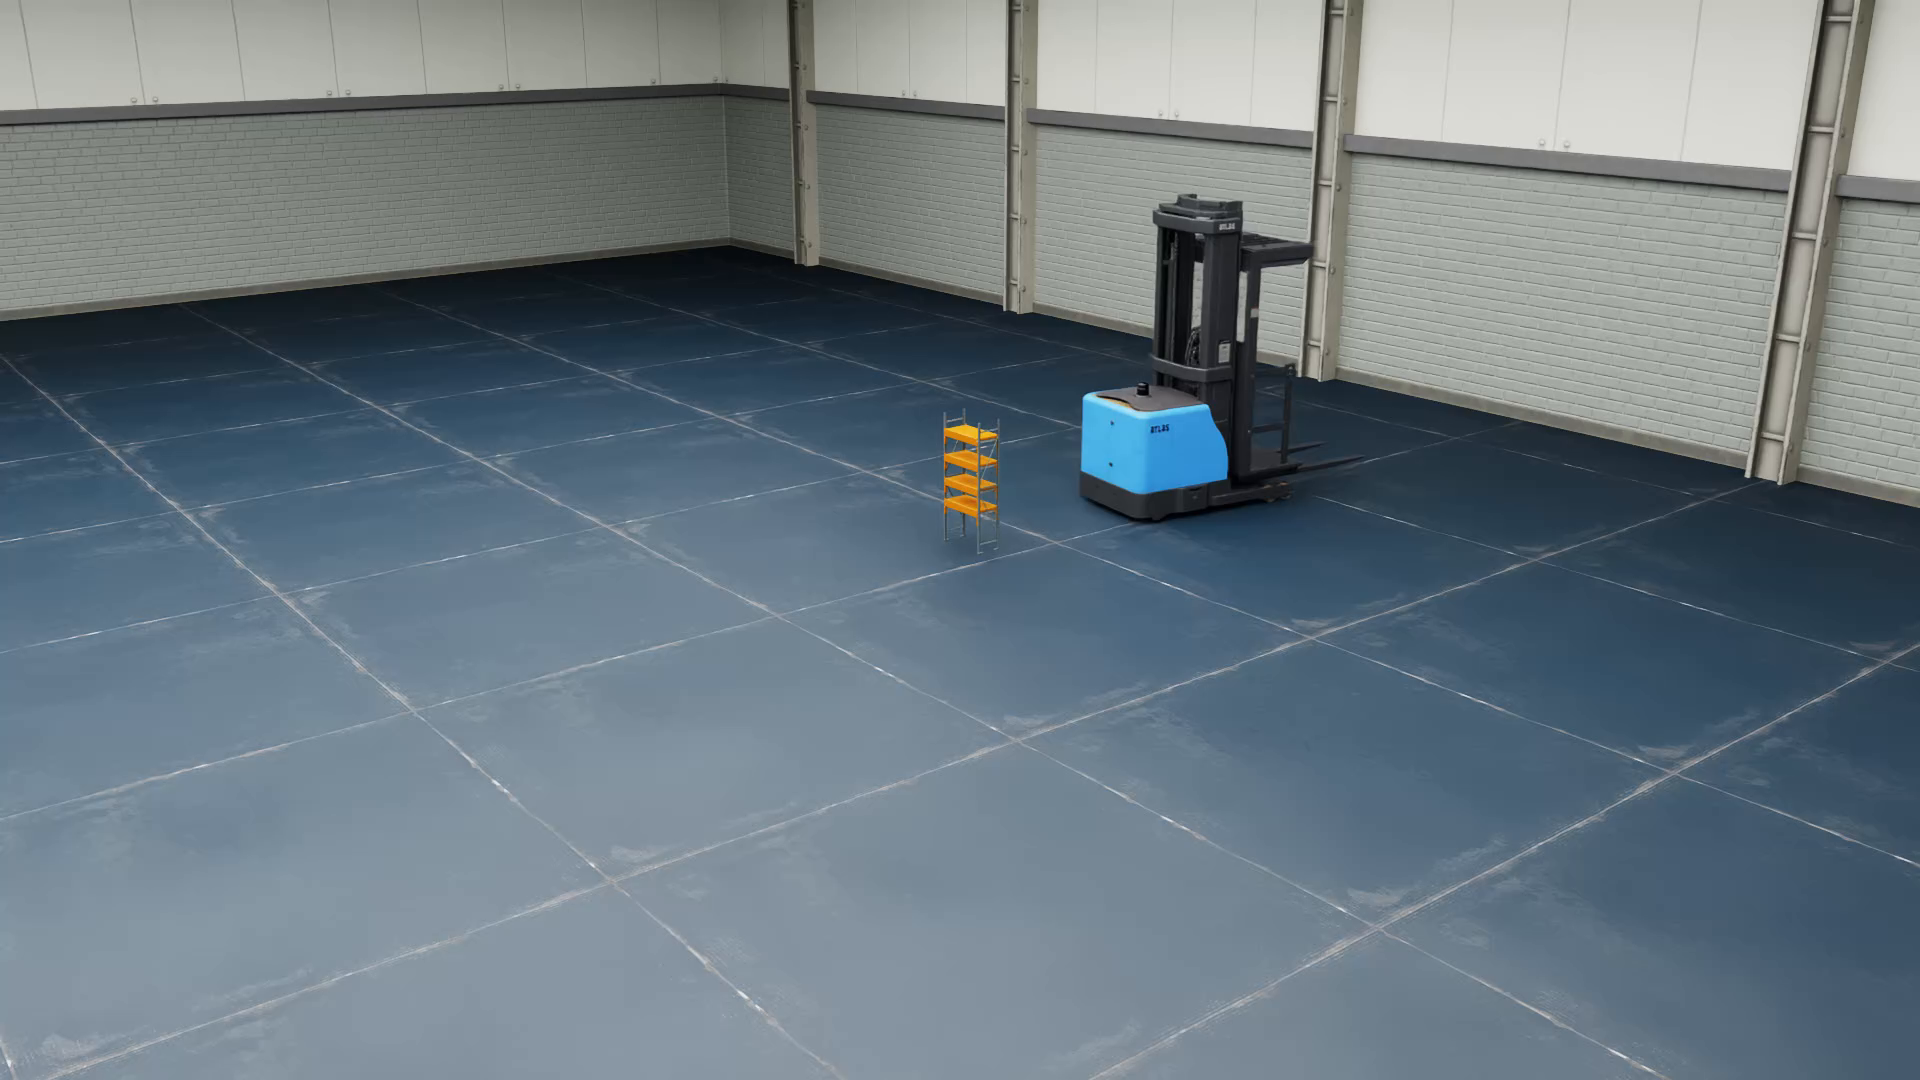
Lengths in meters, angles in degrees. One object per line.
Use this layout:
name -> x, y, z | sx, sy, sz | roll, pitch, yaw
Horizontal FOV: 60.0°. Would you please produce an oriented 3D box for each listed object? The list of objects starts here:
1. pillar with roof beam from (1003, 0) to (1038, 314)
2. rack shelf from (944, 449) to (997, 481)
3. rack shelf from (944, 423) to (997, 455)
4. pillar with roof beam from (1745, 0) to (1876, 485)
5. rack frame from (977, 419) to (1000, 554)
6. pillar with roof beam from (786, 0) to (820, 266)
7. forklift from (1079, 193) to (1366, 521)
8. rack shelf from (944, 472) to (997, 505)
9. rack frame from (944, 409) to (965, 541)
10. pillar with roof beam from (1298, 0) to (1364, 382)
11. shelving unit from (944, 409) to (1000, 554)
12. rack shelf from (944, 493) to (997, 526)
pillar with roof beam -> -2.454, -7.026, 22.152 | 9.100, 9.000, 0.400 | -14, 23, -36
rack shelf -> 0.103, -0.677, 14.889 | 0.258, 0.148, 0.480 | -14, 23, -36
rack shelf -> 0.103, -0.902, 14.815 | 0.258, 0.148, 0.480 | -14, 23, -36
pillar with roof beam -> 4.996, -4.069, 13.222 | 9.100, 9.000, 0.400 | -14, 23, -36
rack frame -> 0.254, -0.469, 14.757 | 0.240, 1.200, 0.015 | -14, 23, -36
pillar with roof beam -> -6.180, -8.504, 26.617 | 9.100, 9.000, 0.400 | -14, 23, -36
forklift -> 2.710, -1.894, 16.308 | 3.031, 2.935, 1.130 | -10, 21, -29
rack shelf -> 0.103, -0.465, 14.959 | 0.258, 0.148, 0.480 | -14, 23, -36
rack frame -> -0.049, -0.589, 15.120 | 0.240, 1.200, 0.015 | -14, 23, -36
pillar with roof beam -> 1.271, -5.547, 17.687 | 9.100, 9.000, 0.400 | -14, 23, -36
shelving unit -> 0.103, -0.529, 14.938 | 0.258, 1.200, 0.503 | -14, 23, -36
rack shelf -> 0.103, -0.276, 15.022 | 0.258, 0.148, 0.480 | -14, 23, -36
